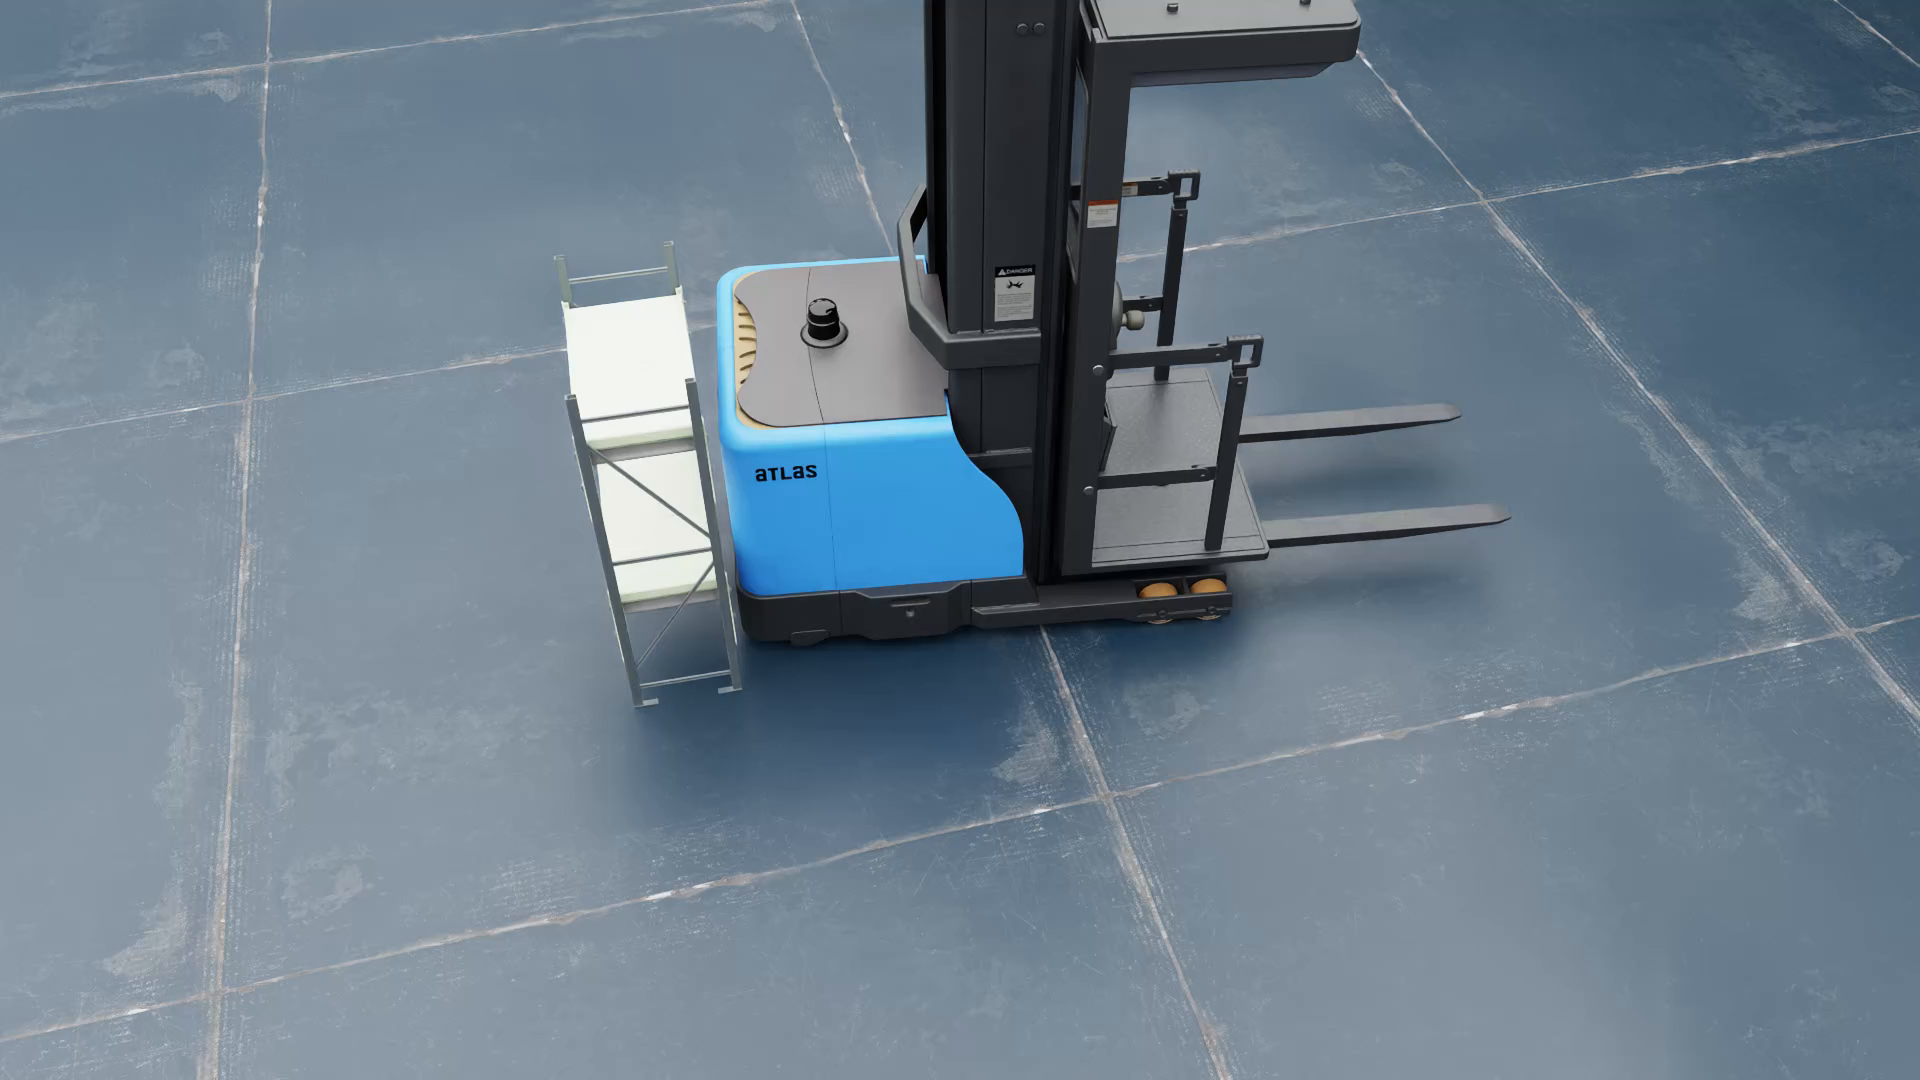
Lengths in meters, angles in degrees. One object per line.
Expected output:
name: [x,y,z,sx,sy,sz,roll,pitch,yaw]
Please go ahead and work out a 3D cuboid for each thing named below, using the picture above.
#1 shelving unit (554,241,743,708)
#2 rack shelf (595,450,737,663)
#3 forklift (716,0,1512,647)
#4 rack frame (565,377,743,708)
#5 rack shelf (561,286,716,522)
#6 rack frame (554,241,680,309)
shelving unit: [-1.087,-0.197,5.892,0.431,1.500,0.755,-9,46,-8]
rack shelf: [-1.087,0.032,6.125,0.431,0.370,0.720,-9,46,-8]
forklift: [0.626,-1.076,5.752,3.031,2.935,1.130,-5,46,-4]
rack frame: [-1.010,0.059,5.641,0.400,1.500,0.023,-9,46,-8]
rack shelf: [-1.088,-0.470,5.613,0.431,0.370,0.720,-9,46,-8]
rack frame: [-1.165,-0.452,6.142,0.400,1.500,0.023,-9,46,-8]
